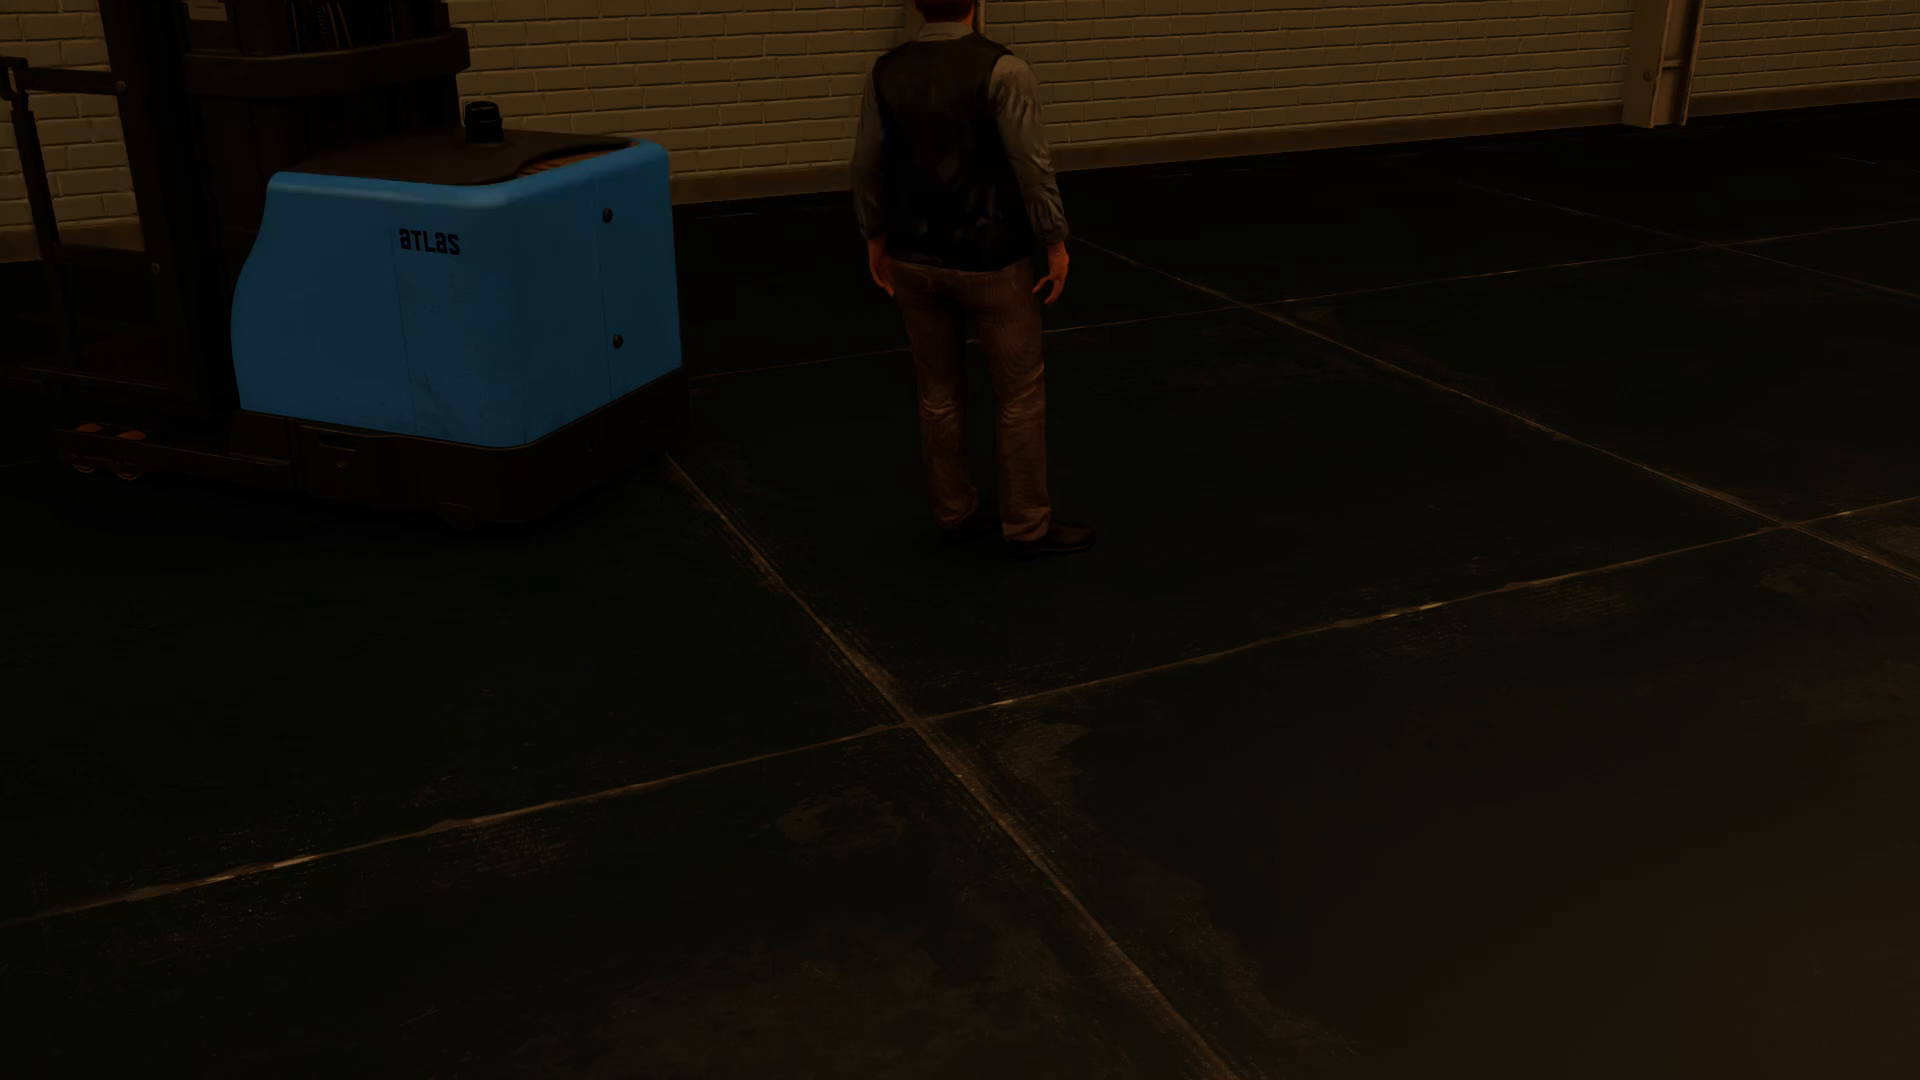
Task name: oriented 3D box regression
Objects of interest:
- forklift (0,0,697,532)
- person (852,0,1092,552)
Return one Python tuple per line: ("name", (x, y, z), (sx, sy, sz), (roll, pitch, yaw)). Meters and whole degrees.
("forklift", (-2.491, -1.726, 5.441), (3.031, 2.935, 1.130), (9, 24, 21))
("person", (0.023, -0.801, 4.806), (0.708, 1.723, 0.386), (8, 24, 18))
